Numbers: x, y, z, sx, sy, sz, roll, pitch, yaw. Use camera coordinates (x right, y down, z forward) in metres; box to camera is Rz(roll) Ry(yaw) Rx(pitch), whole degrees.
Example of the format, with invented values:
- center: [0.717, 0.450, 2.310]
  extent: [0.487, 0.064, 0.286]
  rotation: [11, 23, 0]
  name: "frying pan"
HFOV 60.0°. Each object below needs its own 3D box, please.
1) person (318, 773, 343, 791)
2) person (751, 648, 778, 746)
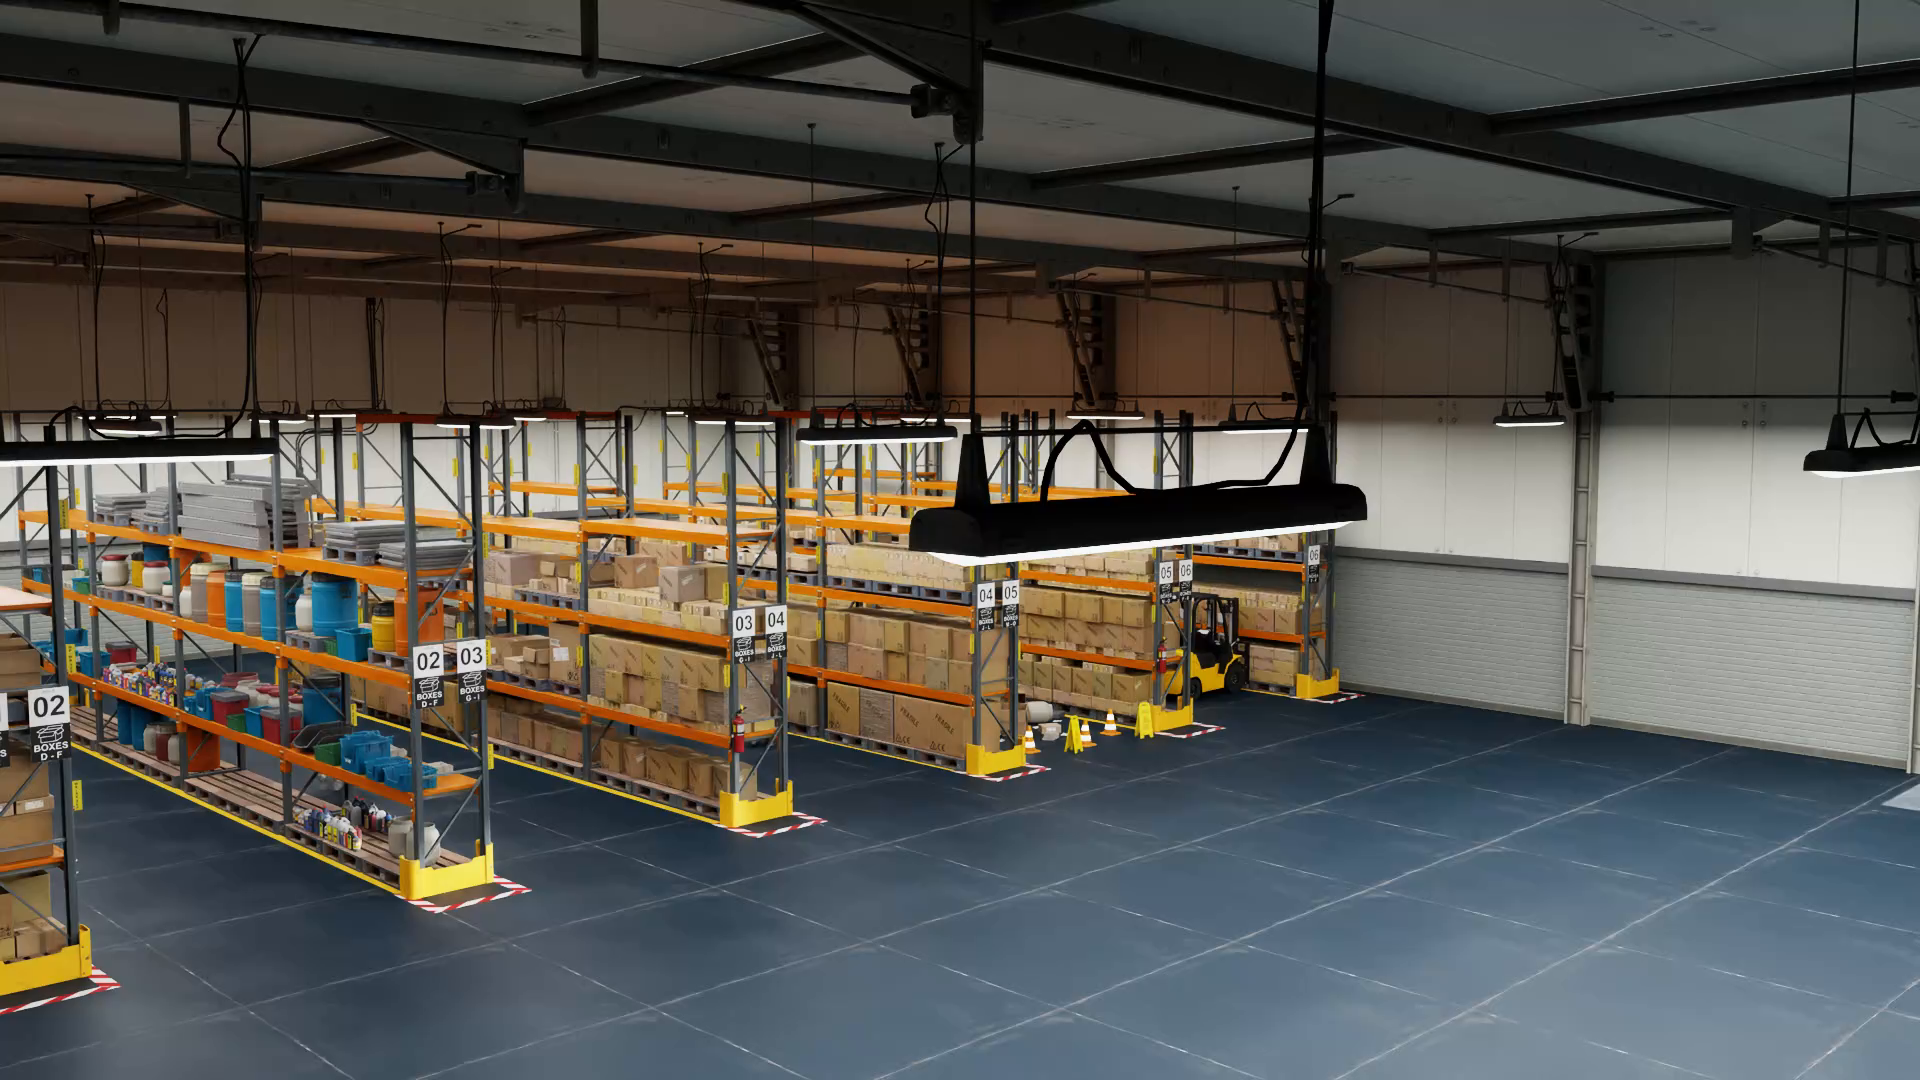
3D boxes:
- center: [-10.033, 3.129, 26.501]
  extent: [0.534, 1.778, 0.610]
  rotation: [0, 5, -4]
  name: "person"
- center: [-3.540, 2.829, 30.068]
  extent: [0.620, 1.788, 0.432]
  rotation: [2, 5, 22]
  name: "person"
